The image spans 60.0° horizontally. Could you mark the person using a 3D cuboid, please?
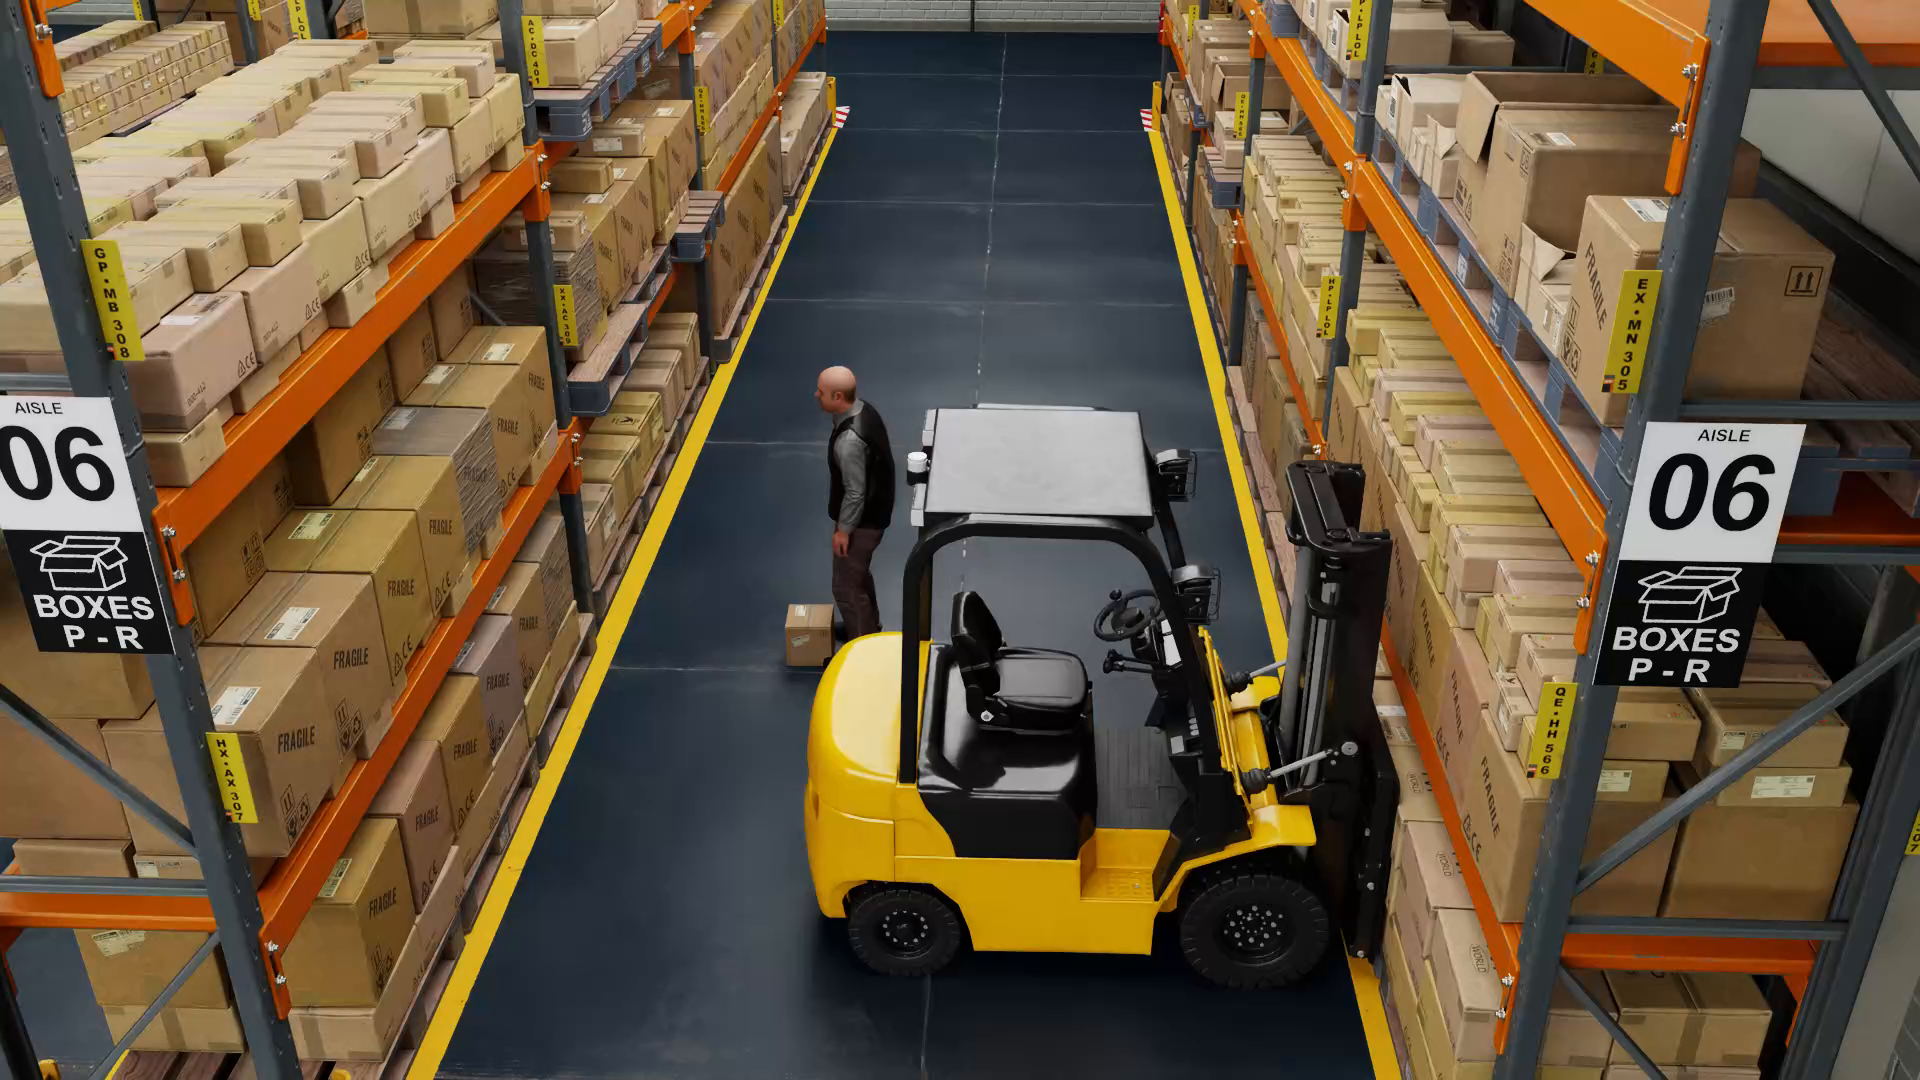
[{"bbox_3d":[-0.549,-0.126,8.885,0.420,1.721,0.581,1,28,2],"label":"person"}]
